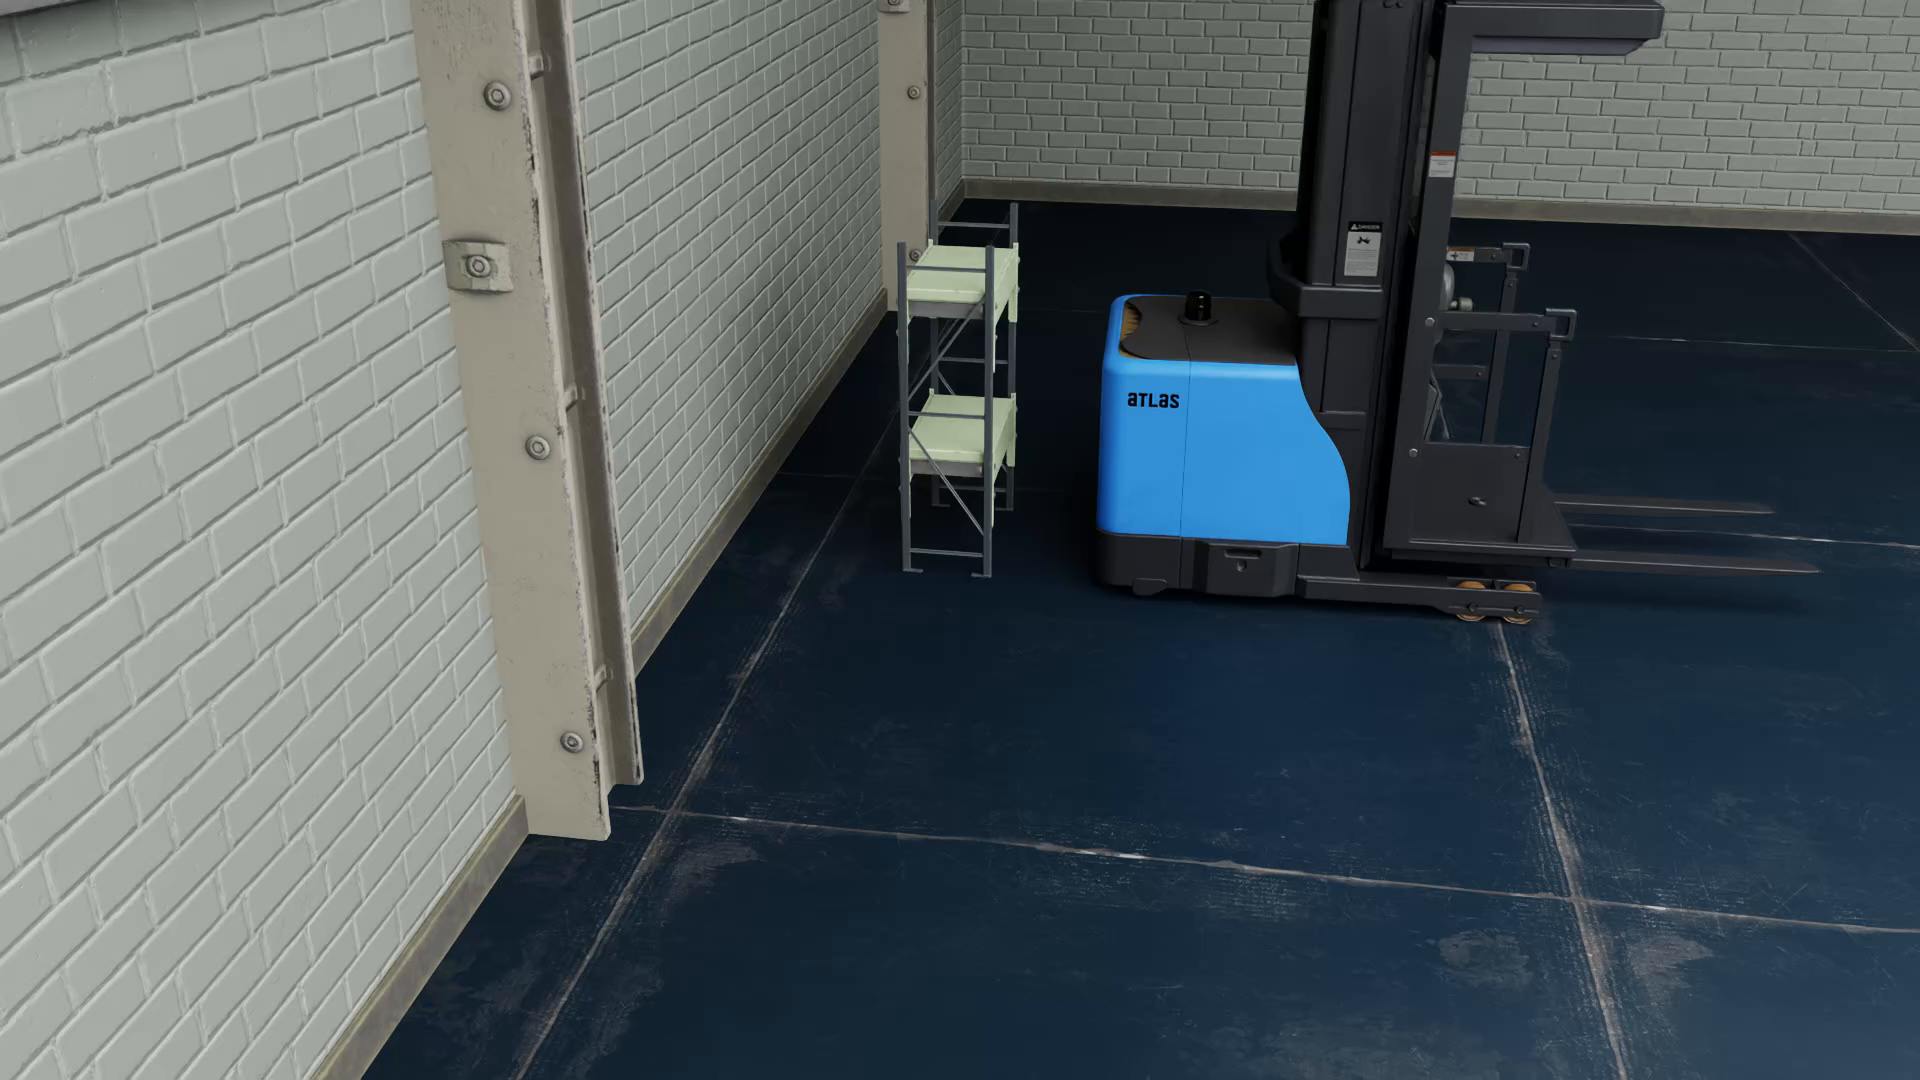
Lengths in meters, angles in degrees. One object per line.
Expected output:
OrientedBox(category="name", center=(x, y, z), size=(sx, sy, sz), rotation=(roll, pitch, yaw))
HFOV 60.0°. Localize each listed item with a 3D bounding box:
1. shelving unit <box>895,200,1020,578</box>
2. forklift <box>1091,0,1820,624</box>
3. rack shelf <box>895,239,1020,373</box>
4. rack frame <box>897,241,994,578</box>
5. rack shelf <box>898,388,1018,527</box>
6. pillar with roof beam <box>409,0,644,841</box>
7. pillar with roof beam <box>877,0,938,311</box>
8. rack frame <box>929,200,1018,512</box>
OrientedBox(category="shelving unit", center=(0.001, -0.682, 7.438), size=(0.431, 1.500, 0.755), rotation=(4, 25, 9))
OrientedBox(category="forklift", center=(2.130, -1.214, 6.886), size=(3.031, 2.935, 1.130), rotation=(3, 25, 6))
OrientedBox(category="rack shelf", center=(0.001, -1.036, 7.273), size=(0.431, 0.370, 0.720), rotation=(4, 25, 9))
OrientedBox(category="rack frame", center=(-0.059, -0.529, 7.111), size=(0.400, 1.500, 0.023), rotation=(4, 25, 9))
OrientedBox(category="rack shelf", center=(0.001, -0.387, 7.576), size=(0.431, 0.370, 0.720), rotation=(4, 25, 9))
OrientedBox(category="pillar with roof beam", center=(2.936, -2.860, 3.245), size=(9.100, 9.000, 0.400), rotation=(4, 25, 9))
OrientedBox(category="pillar with roof beam", center=(3.917, -5.369, 8.606), size=(9.100, 9.000, 0.400), rotation=(4, 25, 9))
OrientedBox(category="rack frame", center=(0.061, -0.835, 7.765), size=(0.400, 1.500, 0.023), rotation=(4, 25, 9))
